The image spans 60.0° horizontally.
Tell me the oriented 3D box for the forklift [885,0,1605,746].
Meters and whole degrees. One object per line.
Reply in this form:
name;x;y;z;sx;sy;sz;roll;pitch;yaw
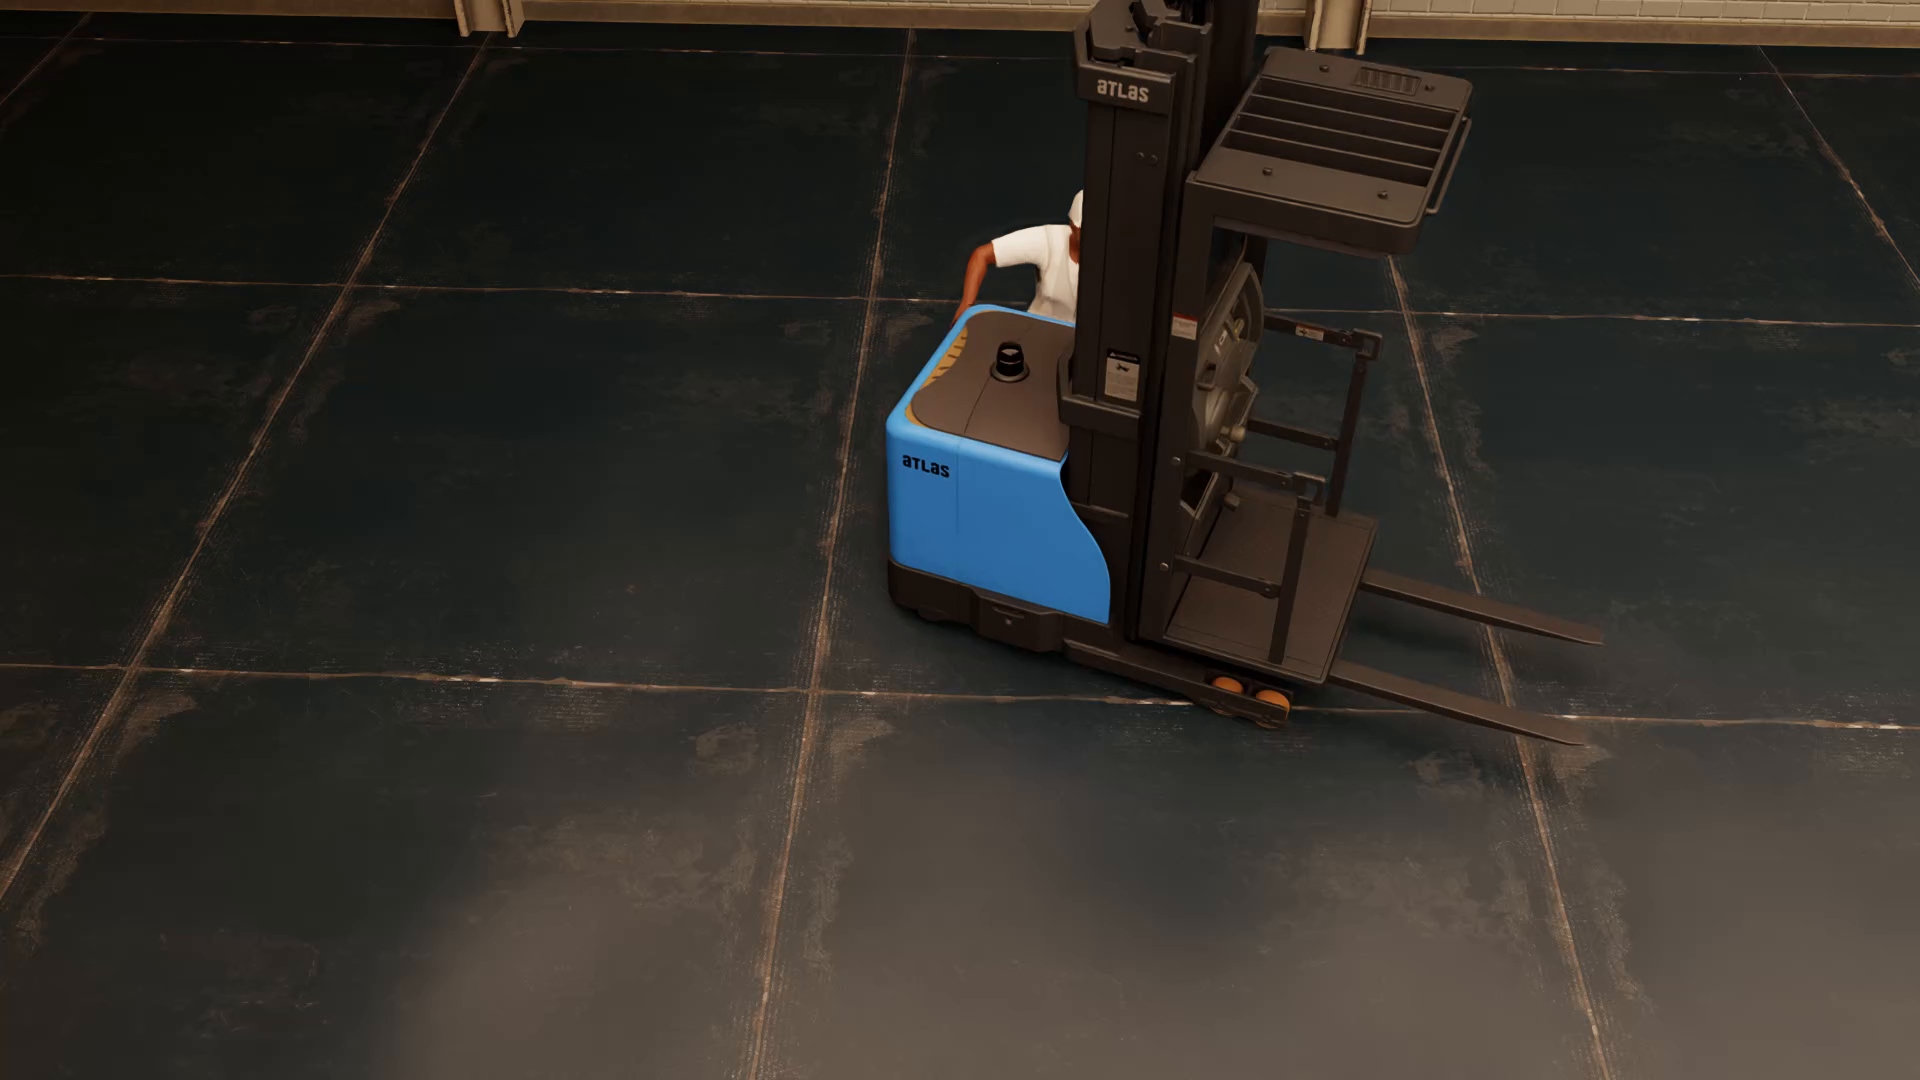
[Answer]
forklift;1.242;-0.695;6.503;3.031;2.935;1.130;16;45;16

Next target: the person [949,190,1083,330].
person;0.504;-0.845;7.690;1.108;1.492;0.866;-2;42;-3
